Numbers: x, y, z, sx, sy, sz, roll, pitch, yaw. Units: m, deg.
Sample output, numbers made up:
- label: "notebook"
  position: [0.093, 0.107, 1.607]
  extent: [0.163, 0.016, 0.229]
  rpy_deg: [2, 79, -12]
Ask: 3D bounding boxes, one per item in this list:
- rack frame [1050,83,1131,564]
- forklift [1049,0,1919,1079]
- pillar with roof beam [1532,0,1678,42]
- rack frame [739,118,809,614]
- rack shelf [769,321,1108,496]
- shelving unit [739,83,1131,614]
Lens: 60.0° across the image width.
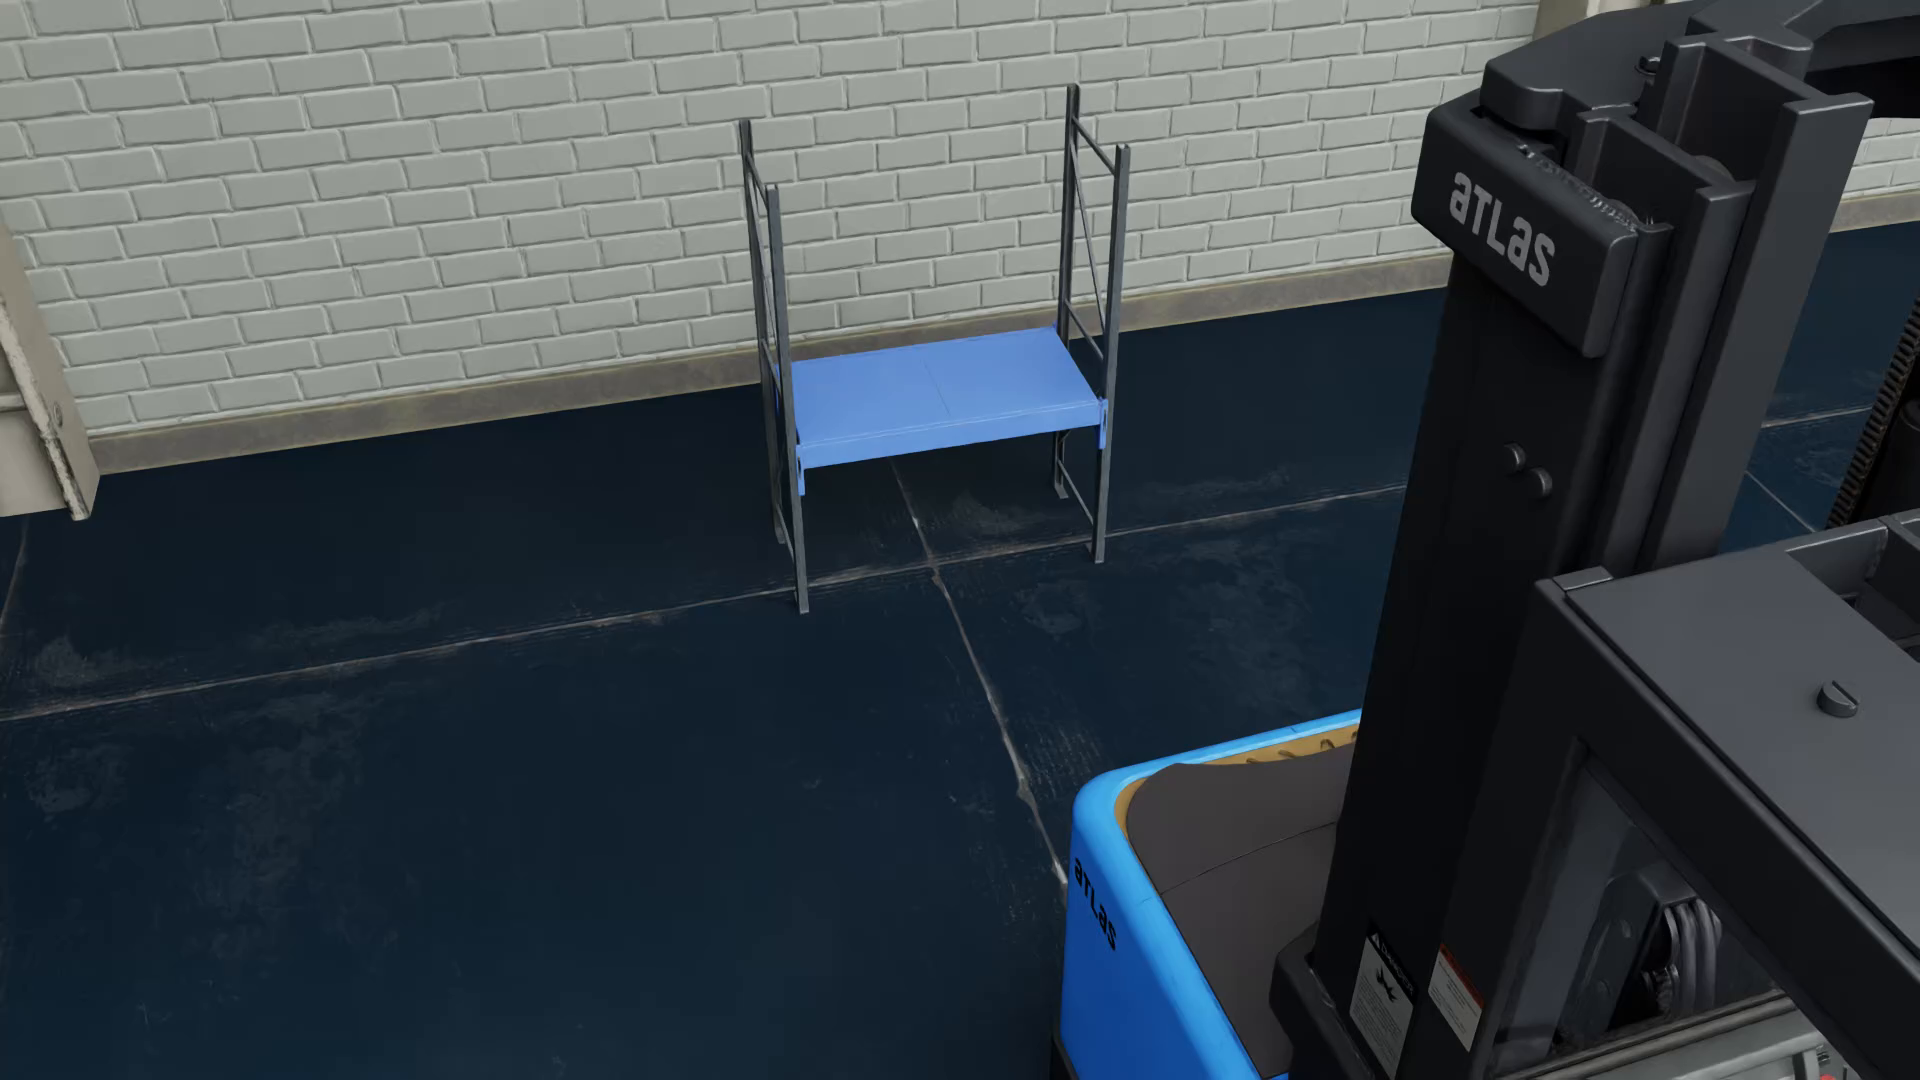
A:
- label: "rack frame"
  position: [0.408, -0.663, 5.382]
  extent: [0.032, 1.500, 0.500]
  rpy_deg: [-9, 38, -12]
- label: "forklift"
  position: [1.164, 0.925, 2.128]
  extent: [1.130, 2.935, 3.031]
  rpy_deg: [-12, 39, -15]
- label: "pillar with roof beam"
  position: [3.621, -2.135, 1.134]
  extent: [0.400, 9.000, 9.100]
  rpy_deg: [-9, 38, -12]
- label: "rack frame"
  position: [-0.573, -0.502, 5.171]
  extent: [0.032, 1.500, 0.500]
  rpy_deg: [-9, 38, -12]
- label: "rack shelf"
  position: [-0.082, -0.439, 5.386]
  extent: [1.000, 0.185, 0.538]
  rpy_deg: [-9, 38, -12]
- label: "shelving unit"
  position: [-0.082, -0.582, 5.277]
  extent: [1.048, 1.500, 0.538]
  rpy_deg: [-9, 38, -12]
